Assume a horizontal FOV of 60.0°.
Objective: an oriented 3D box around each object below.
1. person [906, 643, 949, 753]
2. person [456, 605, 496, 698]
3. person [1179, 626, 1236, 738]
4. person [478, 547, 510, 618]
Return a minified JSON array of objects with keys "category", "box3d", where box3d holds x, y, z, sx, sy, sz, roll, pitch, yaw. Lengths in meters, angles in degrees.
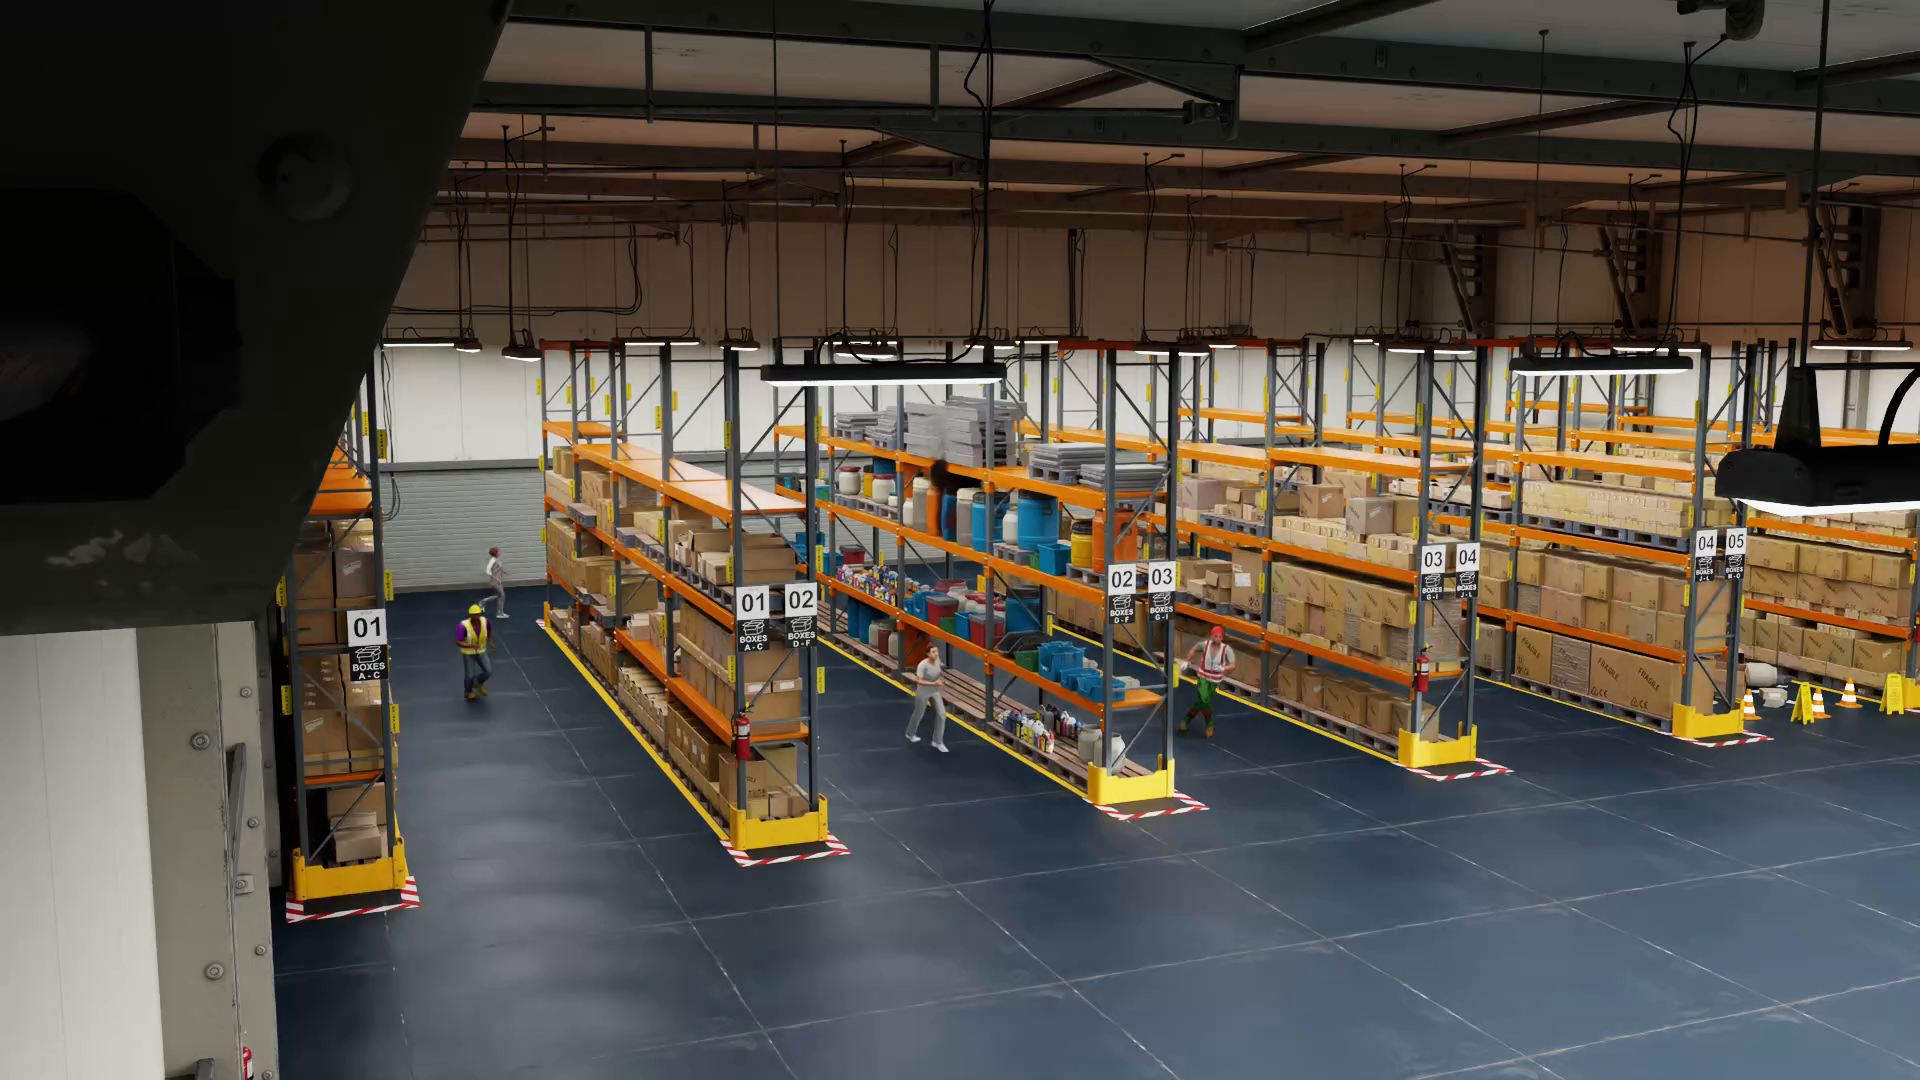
[{"category":"person","box3d":[-0.488,2.312,24.766,0.566,1.640,0.952,-5,9,-34]},{"category":"person","box3d":[-8.129,1.888,27.944,0.724,1.652,0.826,-6,9,-37]},{"category":"person","box3d":[3.811,2.153,25.604,0.811,1.710,0.713,0,7,-4]},{"category":"person","box3d":[-10.023,0.914,35.722,0.673,1.562,0.530,-2,8,-12]}]
